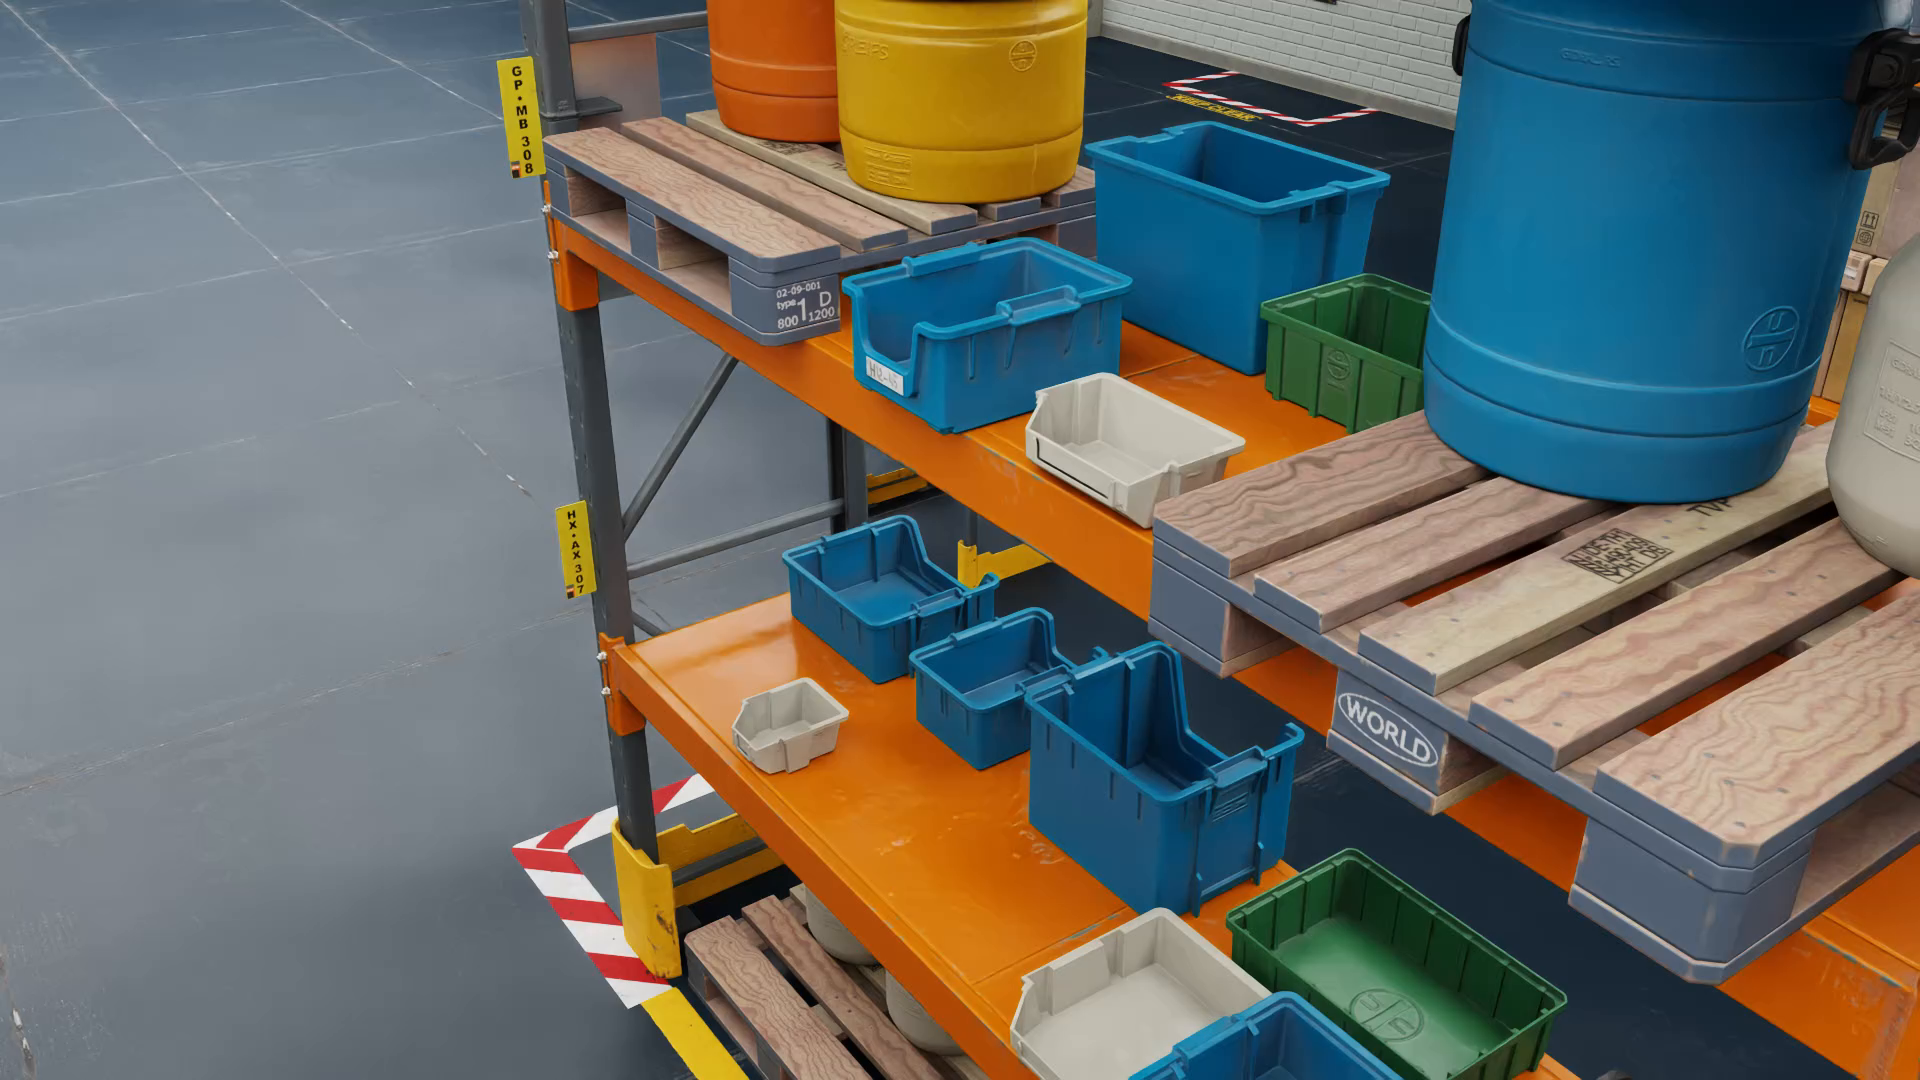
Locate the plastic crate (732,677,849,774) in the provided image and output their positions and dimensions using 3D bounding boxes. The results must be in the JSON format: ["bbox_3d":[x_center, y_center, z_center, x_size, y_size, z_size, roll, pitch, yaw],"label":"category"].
[{"bbox_3d":[-0.505,0.557,4.858,0.298,0.136,0.250,-19,34,-31],"label":"plastic crate"}]

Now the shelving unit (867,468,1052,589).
[{"bbox_3d":[-0.044,-0.689,8.447,0.587,1.500,1.083,-19,34,-31],"label":"shelving unit"}]

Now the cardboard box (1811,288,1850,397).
[{"bbox_3d":[3.844,-1.022,7.384,0.700,0.500,0.500,-18,33,-29],"label":"cardboard box"}]

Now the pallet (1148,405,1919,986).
[{"bbox_3d":[1.060,0.070,2.532,1.213,0.211,1.003,-19,34,-31],"label":"pallet"}]

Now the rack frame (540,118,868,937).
[{"bbox_3d":[-0.762,0.004,5.600,1.000,3.000,0.127,-19,34,-31],"label":"rack frame"}]

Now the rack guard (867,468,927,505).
[{"bbox_3d":[-0.333,-0.333,9.101,0.587,0.250,0.087,-19,34,-31],"label":"rack guard"}]

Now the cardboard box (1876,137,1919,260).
[{"bbox_3d":[4.169,-1.376,6.676,0.700,0.500,0.500,-19,34,-30],"label":"cardboard box"}]

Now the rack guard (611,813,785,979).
[{"bbox_3d":[-0.680,1.119,6.166,1.175,0.500,0.348,-19,34,-31],"label":"rack guard"}]

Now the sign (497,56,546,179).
[{"bbox_3d":[-1.213,-1.168,4.605,0.100,0.325,0.005,-19,34,-31],"label":"sign"}]

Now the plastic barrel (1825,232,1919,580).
[{"bbox_3d":[1.468,-0.215,2.302,0.421,0.512,0.421,0,29,0],"label":"plastic barrel"}]

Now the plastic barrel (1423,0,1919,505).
[{"bbox_3d":[1.068,-0.581,2.568,0.600,0.901,0.708,-19,34,-31],"label":"plastic barrel"}]

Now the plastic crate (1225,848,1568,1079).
[{"bbox_3d":[1.001,1.046,3.903,0.450,0.188,0.662,-19,34,-31],"label":"plastic crate"}]

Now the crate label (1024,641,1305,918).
[{"bbox_3d":[0.526,0.629,4.412,0.502,0.435,0.616,-19,34,-31],"label":"crate label"}]

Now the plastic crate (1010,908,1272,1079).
[{"bbox_3d":[0.410,1.114,3.833,0.530,0.136,0.437,-19,34,-31],"label":"plastic crate"}]

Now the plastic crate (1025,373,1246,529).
[{"bbox_3d":[0.298,-0.155,3.026,0.243,0.136,0.396,-19,34,-31],"label":"plastic crate"}]

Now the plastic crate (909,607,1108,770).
[{"bbox_3d":[0.144,0.435,4.962,0.499,0.251,0.408,-19,34,-31],"label":"plastic crate"}]

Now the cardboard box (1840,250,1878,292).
[{"bbox_3d":[3.771,-1.185,7.004,0.380,0.149,0.250,-19,34,-31],"label":"cardboard box"}]

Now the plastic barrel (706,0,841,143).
[{"bbox_3d":[-0.377,-1.534,4.398,0.600,0.830,0.708,-19,34,-31],"label":"plastic barrel"}]

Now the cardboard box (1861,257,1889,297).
[{"bbox_3d":[3.927,-1.082,6.815,0.380,0.149,0.250,-20,34,-32],"label":"cardboard box"}]

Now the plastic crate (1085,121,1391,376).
[{"bbox_3d":[0.589,-0.649,3.676,0.392,0.384,0.575,-19,34,-31],"label":"plastic crate"}]

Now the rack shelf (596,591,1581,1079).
[{"bbox_3d":[0.398,1.098,4.340,1.077,0.370,4.000,-19,34,-31],"label":"rack shelf"}]

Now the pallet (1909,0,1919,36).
[{"bbox_3d":[3.664,-2.363,6.908,1.003,0.211,1.213,-19,34,-31],"label":"pallet"}]

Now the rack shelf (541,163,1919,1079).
[{"bbox_3d":[0.398,-0.221,3.624,1.077,0.370,4.000,-19,34,-31],"label":"rack shelf"}]

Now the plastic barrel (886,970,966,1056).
[{"bbox_3d":[-0.027,1.342,5.302,0.421,0.512,0.421,0,29,0],"label":"plastic barrel"}]

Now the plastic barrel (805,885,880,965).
[{"bbox_3d":[-0.318,1.147,5.661,0.421,0.512,0.421,0,29,0],"label":"plastic barrel"}]

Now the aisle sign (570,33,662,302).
[{"bbox_3d":[-1.042,-1.085,4.882,0.394,0.787,0.004,-19,34,-31],"label":"aisle sign"}]

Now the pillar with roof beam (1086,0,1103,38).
[{"bbox_3d":[-2.049,-8.816,15.553,9.100,9.000,0.400,-19,34,-31],"label":"pillar with roof beam"}]

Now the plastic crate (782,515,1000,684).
[{"bbox_3d":[-0.228,0.181,5.430,0.499,0.251,0.616,-19,34,-31],"label":"plastic crate"}]

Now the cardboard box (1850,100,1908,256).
[{"bbox_3d":[3.876,-1.571,7.036,0.700,0.500,0.500,-20,34,-32],"label":"cardboard box"}]

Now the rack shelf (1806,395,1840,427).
[{"bbox_3d":[4.435,-0.272,6.862,1.077,0.370,4.000,-19,34,-31],"label":"rack shelf"}]

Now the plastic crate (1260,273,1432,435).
[{"bbox_3d":[0.865,-0.355,3.339,0.336,0.188,0.450,-19,34,-31],"label":"plastic crate"}]

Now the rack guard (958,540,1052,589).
[{"bbox_3d":[0.245,0.054,8.388,0.587,0.250,0.087,-19,34,-31],"label":"rack guard"}]

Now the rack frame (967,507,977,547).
[{"bbox_3d":[0.245,-0.495,8.089,0.500,1.500,0.032,-19,34,-31],"label":"rack frame"}]

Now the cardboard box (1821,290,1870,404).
[{"bbox_3d":[4.127,-0.827,7.026,0.700,0.500,0.500,-19,34,-30],"label":"cardboard box"}]

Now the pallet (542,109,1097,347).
[{"bbox_3d":[-0.362,-0.883,4.287,1.003,0.211,1.213,-19,34,-31],"label":"pallet"}]

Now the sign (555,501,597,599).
[{"bbox_3d":[-1.213,0.033,5.256,0.100,0.325,0.005,-19,34,-31],"label":"sign"}]

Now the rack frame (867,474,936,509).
[{"bbox_3d":[-0.344,-0.890,8.817,0.500,1.500,0.032,-19,34,-31],"label":"rack frame"}]

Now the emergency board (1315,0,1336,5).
[{"bbox_3d":[3.546,-6.018,16.689,0.157,1.169,0.626,-19,34,-31],"label":"emergency board"}]

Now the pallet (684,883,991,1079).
[{"bbox_3d":[-0.213,1.563,5.651,1.003,0.211,1.213,-19,34,-31],"label":"pallet"}]

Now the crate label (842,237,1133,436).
[{"bbox_3d":[0.055,-0.430,3.411,0.502,0.251,0.408,-19,34,-31],"label":"crate label"}]

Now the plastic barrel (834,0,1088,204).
[{"bbox_3d":[0.003,-1.173,3.988,0.600,0.588,0.600,0,29,0],"label":"plastic barrel"}]

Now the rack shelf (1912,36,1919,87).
[{"bbox_3d":[4.435,-1.590,6.146,1.077,0.370,4.000,-19,34,-31],"label":"rack shelf"}]

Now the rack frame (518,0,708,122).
[{"bbox_3d":[-0.762,-2.632,4.168,1.000,3.000,0.127,-19,34,-31],"label":"rack frame"}]

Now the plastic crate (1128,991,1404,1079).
[{"bbox_3d":[0.695,1.269,3.426,0.499,0.251,0.616,-19,34,-31],"label":"plastic crate"}]

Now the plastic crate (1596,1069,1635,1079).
[{"bbox_3d":[1.358,1.347,3.191,0.767,0.338,0.504,-19,34,-31],"label":"plastic crate"}]
